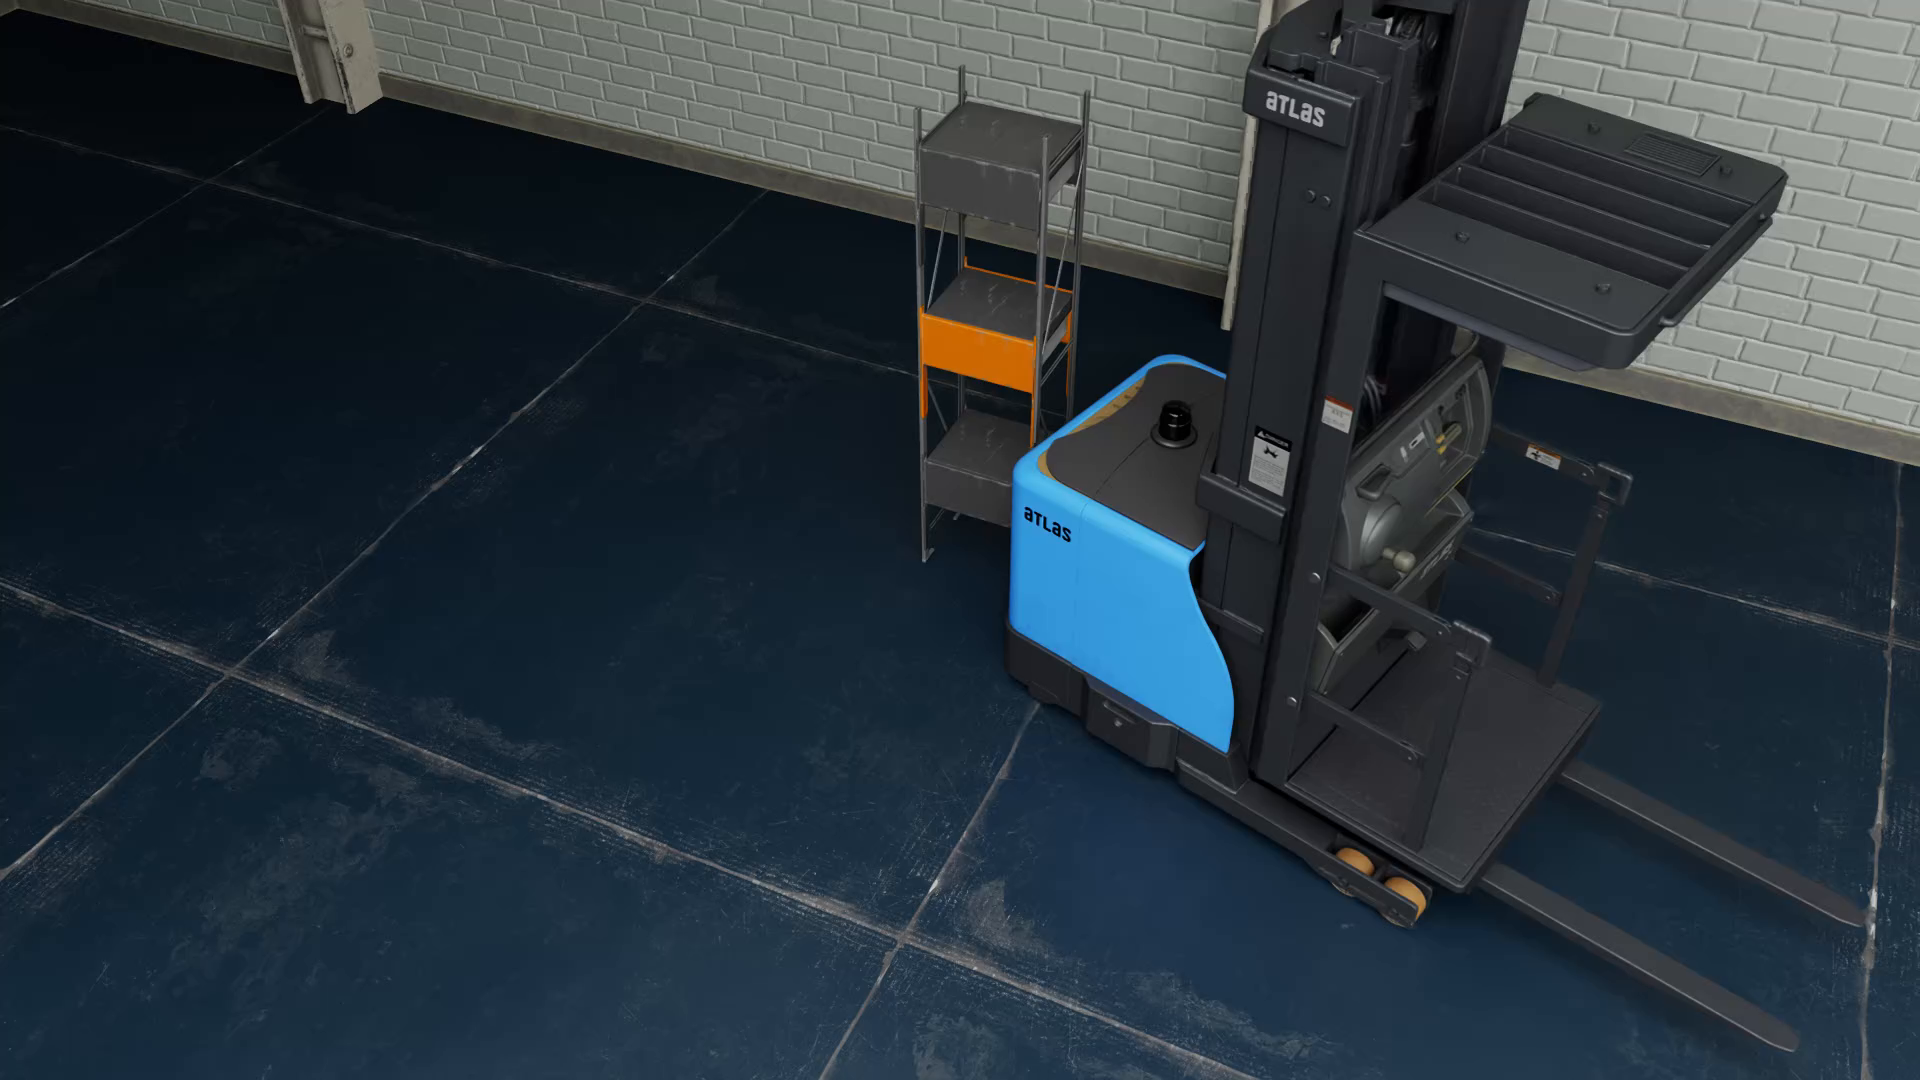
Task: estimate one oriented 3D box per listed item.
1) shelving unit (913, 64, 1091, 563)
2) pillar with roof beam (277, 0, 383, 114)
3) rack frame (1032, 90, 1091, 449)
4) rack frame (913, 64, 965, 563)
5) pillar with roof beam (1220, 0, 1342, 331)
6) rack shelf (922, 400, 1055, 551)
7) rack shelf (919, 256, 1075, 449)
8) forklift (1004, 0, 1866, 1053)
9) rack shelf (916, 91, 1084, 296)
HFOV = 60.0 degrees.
[{"bbox_3d":[0.150,-0.748,6.509,0.503,2.100,0.431,17,44,19],"label":"shelving unit"},{"bbox_3d":[-5.685,-3.626,4.562,0.400,9.000,9.100,17,44,19],"label":"pillar with roof beam"},{"bbox_3d":[0.371,-0.680,6.431,0.015,2.100,0.400,17,44,19],"label":"rack frame"},{"bbox_3d":[-0.071,-0.815,6.587,0.015,2.100,0.400,17,44,19],"label":"rack frame"},{"bbox_3d":[-0.248,-1.964,2.645,0.400,9.000,9.100,17,44,19],"label":"pillar with roof beam"},{"bbox_3d":[0.150,-0.208,6.977,0.480,0.518,0.431,17,44,19],"label":"rack shelf"},{"bbox_3d":[0.150,-0.737,6.518,0.480,0.518,0.431,17,44,19],"label":"rack shelf"},{"bbox_3d":[1.621,-0.177,5.216,3.031,2.935,1.130,29,49,29],"label":"forklift"},{"bbox_3d":[0.150,-1.266,6.060,0.480,0.518,0.431,17,44,19],"label":"rack shelf"}]
